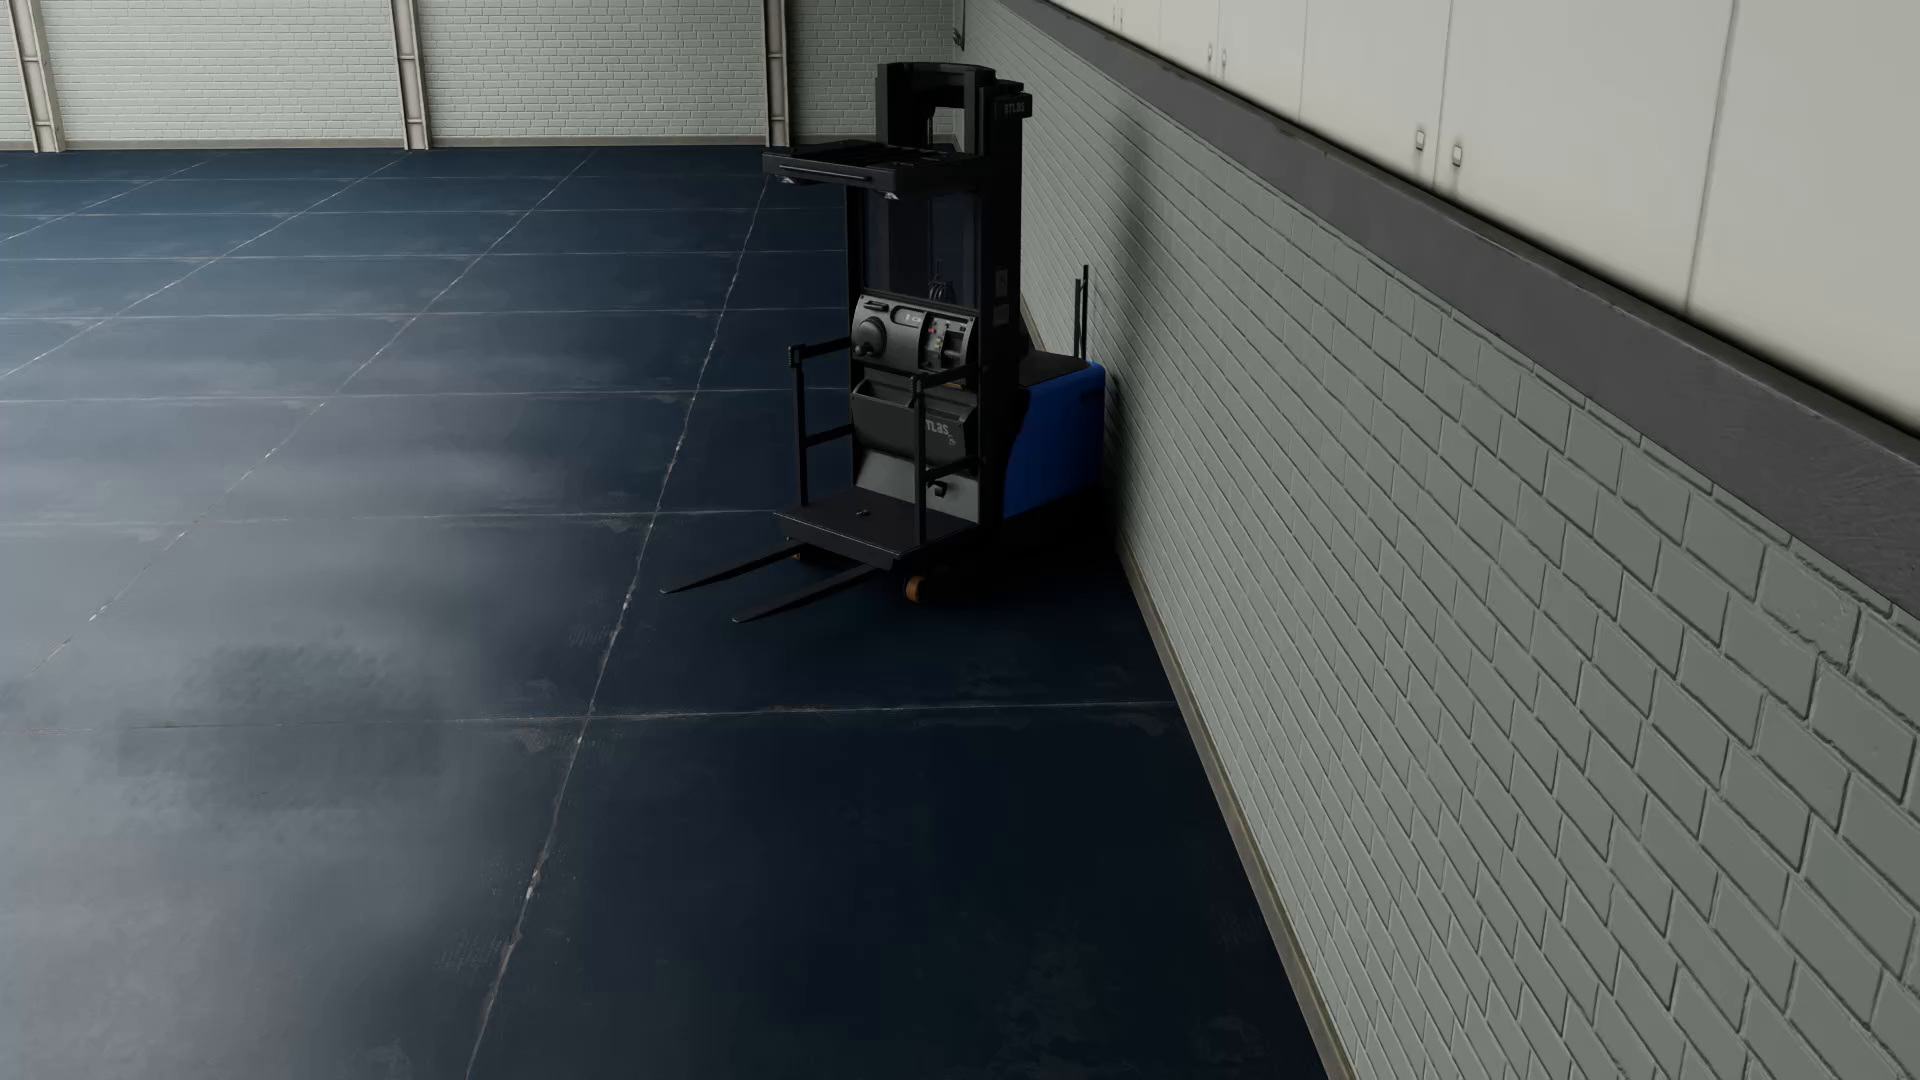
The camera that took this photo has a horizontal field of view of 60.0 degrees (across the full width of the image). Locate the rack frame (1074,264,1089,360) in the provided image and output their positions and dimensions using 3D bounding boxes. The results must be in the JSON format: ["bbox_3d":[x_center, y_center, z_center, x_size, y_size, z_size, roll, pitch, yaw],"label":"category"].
[{"bbox_3d":[0.816,-1.090,11.374,0.032,1.500,0.500,4,21,10],"label":"rack frame"}]

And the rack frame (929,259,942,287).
[{"bbox_3d":[-0.183,-1.157,11.549,0.032,1.500,0.500,4,21,10],"label":"rack frame"}]

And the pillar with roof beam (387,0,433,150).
[{"bbox_3d":[-8.823,-9.244,22.253,0.400,9.000,9.100,-1,21,-3],"label":"pillar with roof beam"}]

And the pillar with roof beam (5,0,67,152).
[{"bbox_3d":[-14.813,-9.122,21.933,0.400,9.000,9.100,-1,21,-3],"label":"pillar with roof beam"}]

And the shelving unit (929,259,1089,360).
[{"bbox_3d":[0.316,-1.123,11.461,1.048,1.500,0.538,4,21,10],"label":"shelving unit"}]

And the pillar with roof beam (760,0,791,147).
[{"bbox_3d":[-2.832,-9.366,22.573,0.400,9.000,9.100,-1,21,-3],"label":"pillar with roof beam"}]

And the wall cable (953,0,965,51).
[{"bbox_3d":[-0.062,-9.034,26.066,0.112,2.526,3.097,-1,21,-3],"label":"wall cable"}]

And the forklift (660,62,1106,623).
[{"bbox_3d":[-0.418,-1.203,9.662,1.130,2.935,3.031,18,27,38],"label":"forklift"}]
